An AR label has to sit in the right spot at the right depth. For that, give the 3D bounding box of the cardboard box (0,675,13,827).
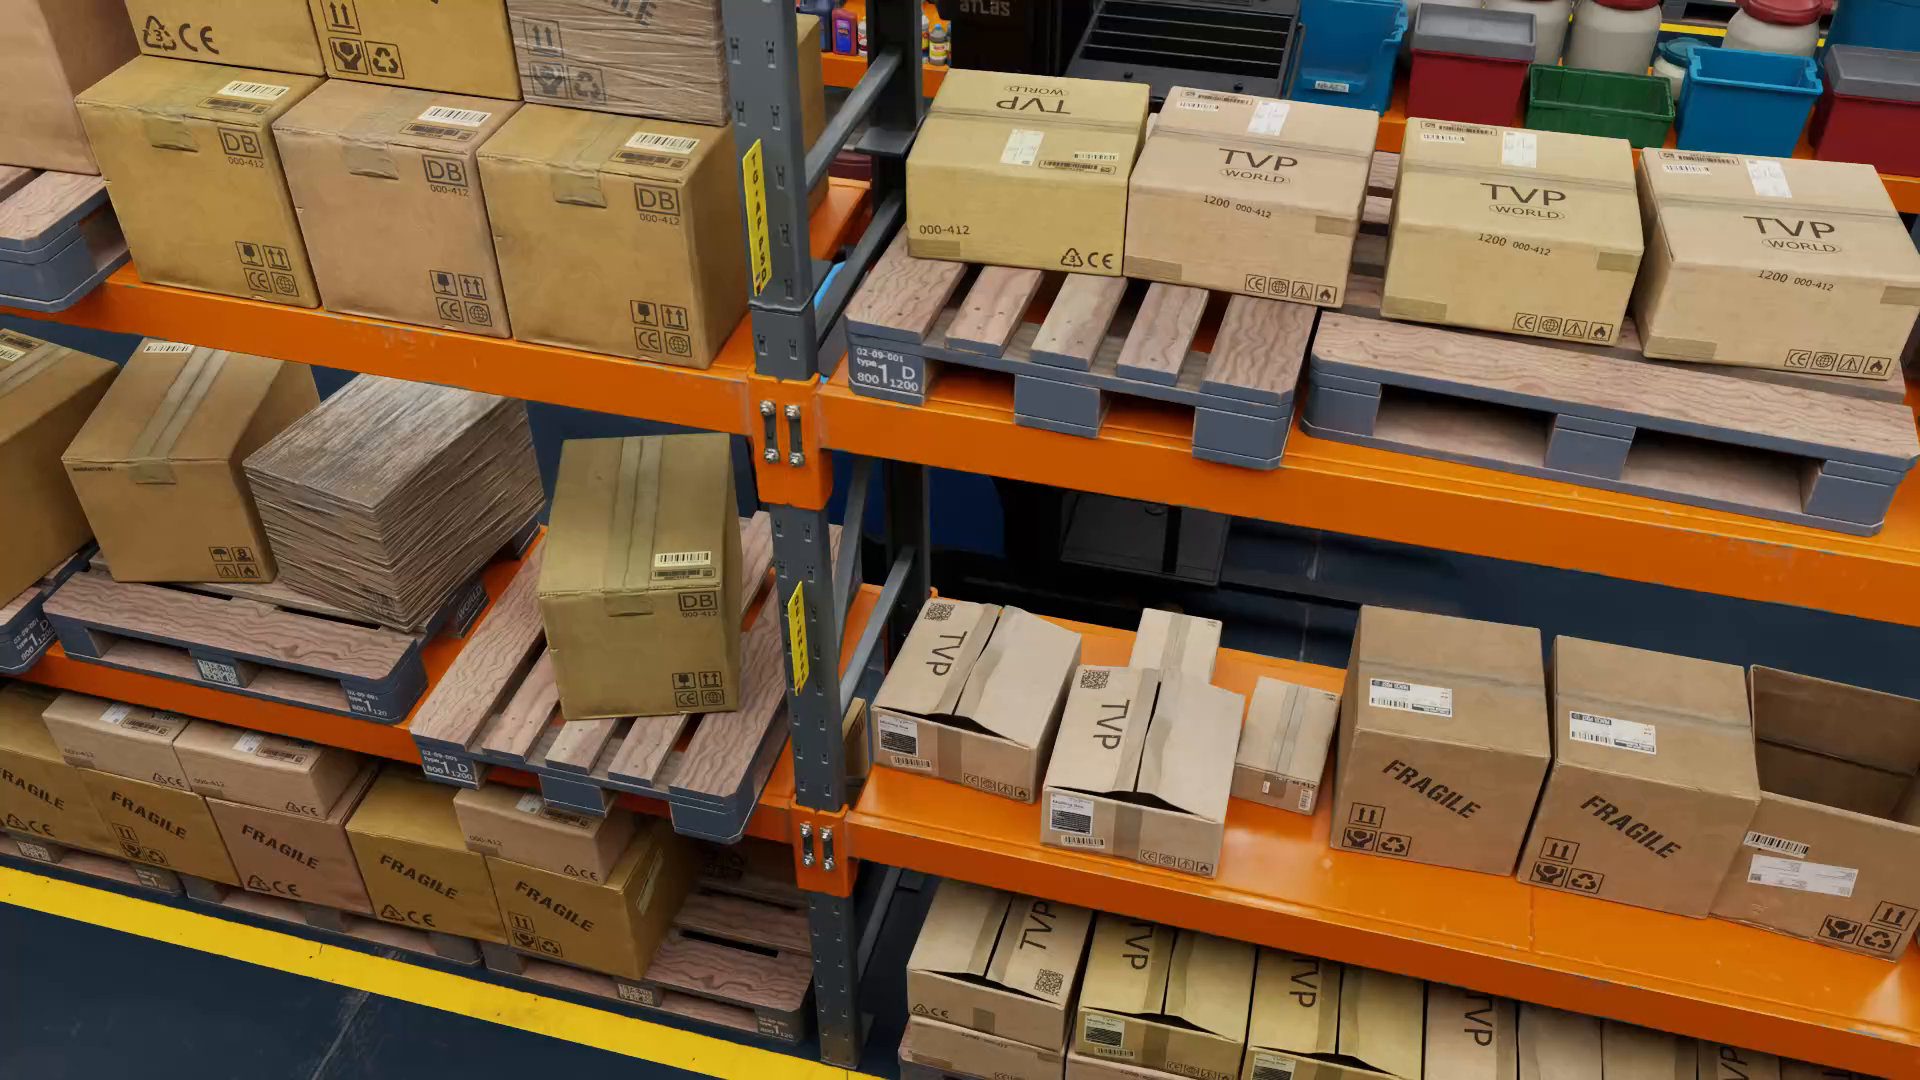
[{"bbox_3d":[-3.744,0.686,6.226,0.500,0.500,0.500,8,41,9],"label":"cardboard box"}]

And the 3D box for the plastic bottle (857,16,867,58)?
[{"bbox_3d":[-0.489,-2.654,8.757,0.097,0.201,0.097,0,40,0],"label":"plastic bottle"}]

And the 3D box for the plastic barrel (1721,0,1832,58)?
[{"bbox_3d":[3.996,-2.428,8.228,0.433,0.535,0.433,0,40,0],"label":"plastic barrel"}]

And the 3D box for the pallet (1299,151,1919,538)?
[{"bbox_3d":[1.475,-0.504,3.857,1.213,0.211,1.003,12,41,13],"label":"pallet"}]

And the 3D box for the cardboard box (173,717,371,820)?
[{"bbox_3d":[-2.293,0.649,5.688,0.500,0.250,0.500,9,41,11],"label":"cardboard box"}]

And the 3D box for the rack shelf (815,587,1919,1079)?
[{"bbox_3d":[1.648,0.939,4.884,4.000,0.370,1.077,10,41,11],"label":"rack shelf"}]

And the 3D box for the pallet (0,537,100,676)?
[{"bbox_3d":[-3.405,-0.060,5.663,1.213,0.211,1.003,10,41,11],"label":"pallet"}]

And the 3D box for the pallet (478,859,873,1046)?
[{"bbox_3d":[-0.996,1.251,6.121,1.213,0.211,1.003,10,41,11],"label":"pallet"}]

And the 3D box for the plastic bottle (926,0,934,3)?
[{"bbox_3d":[-0.122,-3.140,9.271,0.133,0.283,0.061,10,41,11],"label":"plastic bottle"}]

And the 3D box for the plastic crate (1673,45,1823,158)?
[{"bbox_3d":[3.718,-2.065,7.913,0.575,0.384,0.392,10,41,11],"label":"plastic crate"}]

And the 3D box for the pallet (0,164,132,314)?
[{"bbox_3d":[-2.534,-1.088,4.552,1.003,0.211,1.213,10,41,11],"label":"pallet"}]

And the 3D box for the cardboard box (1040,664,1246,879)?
[{"bbox_3d":[0.530,0.634,4.757,0.500,0.311,0.500,9,41,11],"label":"cardboard box"}]

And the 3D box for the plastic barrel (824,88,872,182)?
[{"bbox_3d":[-0.568,-2.242,9.660,0.708,0.588,0.600,10,41,11],"label":"plastic barrel"}]

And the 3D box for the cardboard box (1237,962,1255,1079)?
[{"bbox_3d":[1.135,1.658,5.279,0.500,0.250,0.500,9,41,10],"label":"cardboard box"}]

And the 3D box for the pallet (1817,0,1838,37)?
[{"bbox_3d":[6.802,-4.000,12.374,1.213,0.211,1.003,10,41,11],"label":"pallet"}]

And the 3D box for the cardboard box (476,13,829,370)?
[{"bbox_3d":[-0.715,-0.908,4.113,0.500,0.500,0.910,10,41,11],"label":"cardboard box"}]

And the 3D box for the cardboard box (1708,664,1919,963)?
[{"bbox_3d":[2.333,0.732,4.493,0.500,0.500,0.500,13,42,15],"label":"cardboard box"}]

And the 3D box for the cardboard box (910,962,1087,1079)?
[{"bbox_3d":[0.146,1.493,5.477,0.500,0.250,0.500,10,41,11],"label":"cardboard box"}]

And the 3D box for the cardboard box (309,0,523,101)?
[{"bbox_3d":[-1.197,-1.400,3.922,0.500,0.500,0.500,10,41,11],"label":"cardboard box"}]

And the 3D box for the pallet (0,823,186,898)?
[{"bbox_3d":[-3.353,0.846,6.604,1.213,0.211,1.003,10,41,11],"label":"pallet"}]

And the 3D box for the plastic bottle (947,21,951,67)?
[{"bbox_3d":[-0.019,-2.600,8.638,0.097,0.271,0.097,0,40,0],"label":"plastic bottle"}]

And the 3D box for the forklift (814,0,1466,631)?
[{"bbox_3d":[0.749,-1.068,6.767,3.031,2.935,1.130,9,41,11],"label":"forklift"}]

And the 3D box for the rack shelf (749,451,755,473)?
[{"bbox_3d":[-0.851,-0.415,7.769,0.180,0.103,0.258,8,41,15],"label":"rack shelf"}]

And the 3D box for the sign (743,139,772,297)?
[{"bbox_3d":[-0.427,-0.679,3.516,0.005,0.325,0.100,10,41,11],"label":"sign"}]

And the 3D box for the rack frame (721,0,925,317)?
[{"bbox_3d":[-0.284,-1.966,3.119,0.127,3.000,1.000,10,41,11],"label":"rack frame"}]

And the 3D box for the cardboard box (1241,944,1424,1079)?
[{"bbox_3d":[1.147,1.446,5.096,0.500,0.311,0.500,9,41,10],"label":"cardboard box"}]

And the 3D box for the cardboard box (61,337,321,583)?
[{"bbox_3d":[-2.426,-0.278,5.369,0.500,0.500,0.700,0,40,0],"label":"cardboard box"}]

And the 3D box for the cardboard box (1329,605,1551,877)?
[{"bbox_3d":[1.341,0.561,4.696,0.500,0.500,0.500,8,41,9],"label":"cardboard box"}]

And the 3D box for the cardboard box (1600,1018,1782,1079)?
[{"bbox_3d":[2.129,1.617,4.892,0.500,0.311,0.500,10,41,11],"label":"cardboard box"}]

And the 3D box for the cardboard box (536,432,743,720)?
[{"bbox_3d":[-0.922,0.097,4.922,0.500,0.500,0.700,-3,40,-3],"label":"cardboard box"}]

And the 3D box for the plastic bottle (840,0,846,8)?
[{"bbox_3d":[-0.737,-3.142,9.222,0.185,0.351,0.144,10,41,11],"label":"plastic bottle"}]

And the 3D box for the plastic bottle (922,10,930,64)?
[{"bbox_3d":[-0.207,-2.632,8.677,0.097,0.271,0.097,0,40,0],"label":"plastic bottle"}]

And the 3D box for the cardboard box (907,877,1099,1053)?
[{"bbox_3d":[0.146,1.278,5.296,0.500,0.311,0.500,11,41,13],"label":"cardboard box"}]

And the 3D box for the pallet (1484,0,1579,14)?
[{"bbox_3d":[4.209,-4.420,12.874,1.213,0.211,1.003,10,41,11],"label":"pallet"}]

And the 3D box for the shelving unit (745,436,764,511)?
[{"bbox_3d":[-0.868,-0.636,7.590,0.189,1.200,0.258,8,41,15],"label":"shelving unit"}]

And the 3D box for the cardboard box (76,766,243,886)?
[{"bbox_3d":[-2.745,0.856,6.025,0.500,0.500,0.500,10,41,12],"label":"cardboard box"}]

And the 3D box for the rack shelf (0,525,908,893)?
[{"bbox_3d":[-2.216,0.274,5.675,4.000,0.370,1.077,10,41,11],"label":"rack shelf"}]

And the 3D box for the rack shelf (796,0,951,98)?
[{"bbox_3d":[-0.932,-2.803,9.339,4.000,0.370,1.077,10,41,11],"label":"rack shelf"}]

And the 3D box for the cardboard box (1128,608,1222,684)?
[{"bbox_3d":[0.656,0.405,5.155,0.250,0.149,0.380,10,41,11],"label":"cardboard box"}]

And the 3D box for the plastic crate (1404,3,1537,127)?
[{"bbox_3d":[2.482,-2.312,8.145,0.583,0.464,0.402,10,41,11],"label":"plastic crate"}]

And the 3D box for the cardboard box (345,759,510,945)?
[{"bbox_3d":[-1.748,1.024,5.825,0.500,0.500,0.500,8,41,10],"label":"cardboard box"}]

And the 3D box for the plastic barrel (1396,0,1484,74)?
[{"bbox_3d":[2.456,-2.680,8.547,0.421,0.512,0.421,0,40,0],"label":"plastic barrel"}]

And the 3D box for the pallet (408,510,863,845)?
[{"bbox_3d":[-0.957,0.335,5.192,1.003,0.211,1.213,10,41,11],"label":"pallet"}]

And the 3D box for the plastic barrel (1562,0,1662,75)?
[{"bbox_3d":[3.287,-2.550,8.373,0.433,0.535,0.433,0,40,0],"label":"plastic barrel"}]

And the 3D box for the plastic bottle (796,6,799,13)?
[{"bbox_3d":[-0.913,-2.746,8.803,0.133,0.283,0.061,10,41,11],"label":"plastic bottle"}]

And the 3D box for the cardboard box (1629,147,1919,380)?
[{"bbox_3d":[1.749,-0.612,3.629,0.500,0.250,0.500,7,40,8],"label":"cardboard box"}]

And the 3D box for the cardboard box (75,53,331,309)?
[{"bbox_3d":[-1.710,-1.079,4.317,0.500,0.500,0.910,10,41,11],"label":"cardboard box"}]

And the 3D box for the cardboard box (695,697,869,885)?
[{"bbox_3d":[-0.650,0.866,6.012,0.500,0.500,0.500,11,41,13],"label":"cardboard box"}]

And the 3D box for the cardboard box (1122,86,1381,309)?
[{"bbox_3d":[0.680,-0.805,3.858,0.500,0.250,0.500,11,41,13],"label":"cardboard box"}]

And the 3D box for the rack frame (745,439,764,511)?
[{"bbox_3d":[-0.955,-0.648,7.614,0.006,1.200,0.240,8,41,15],"label":"rack frame"}]
